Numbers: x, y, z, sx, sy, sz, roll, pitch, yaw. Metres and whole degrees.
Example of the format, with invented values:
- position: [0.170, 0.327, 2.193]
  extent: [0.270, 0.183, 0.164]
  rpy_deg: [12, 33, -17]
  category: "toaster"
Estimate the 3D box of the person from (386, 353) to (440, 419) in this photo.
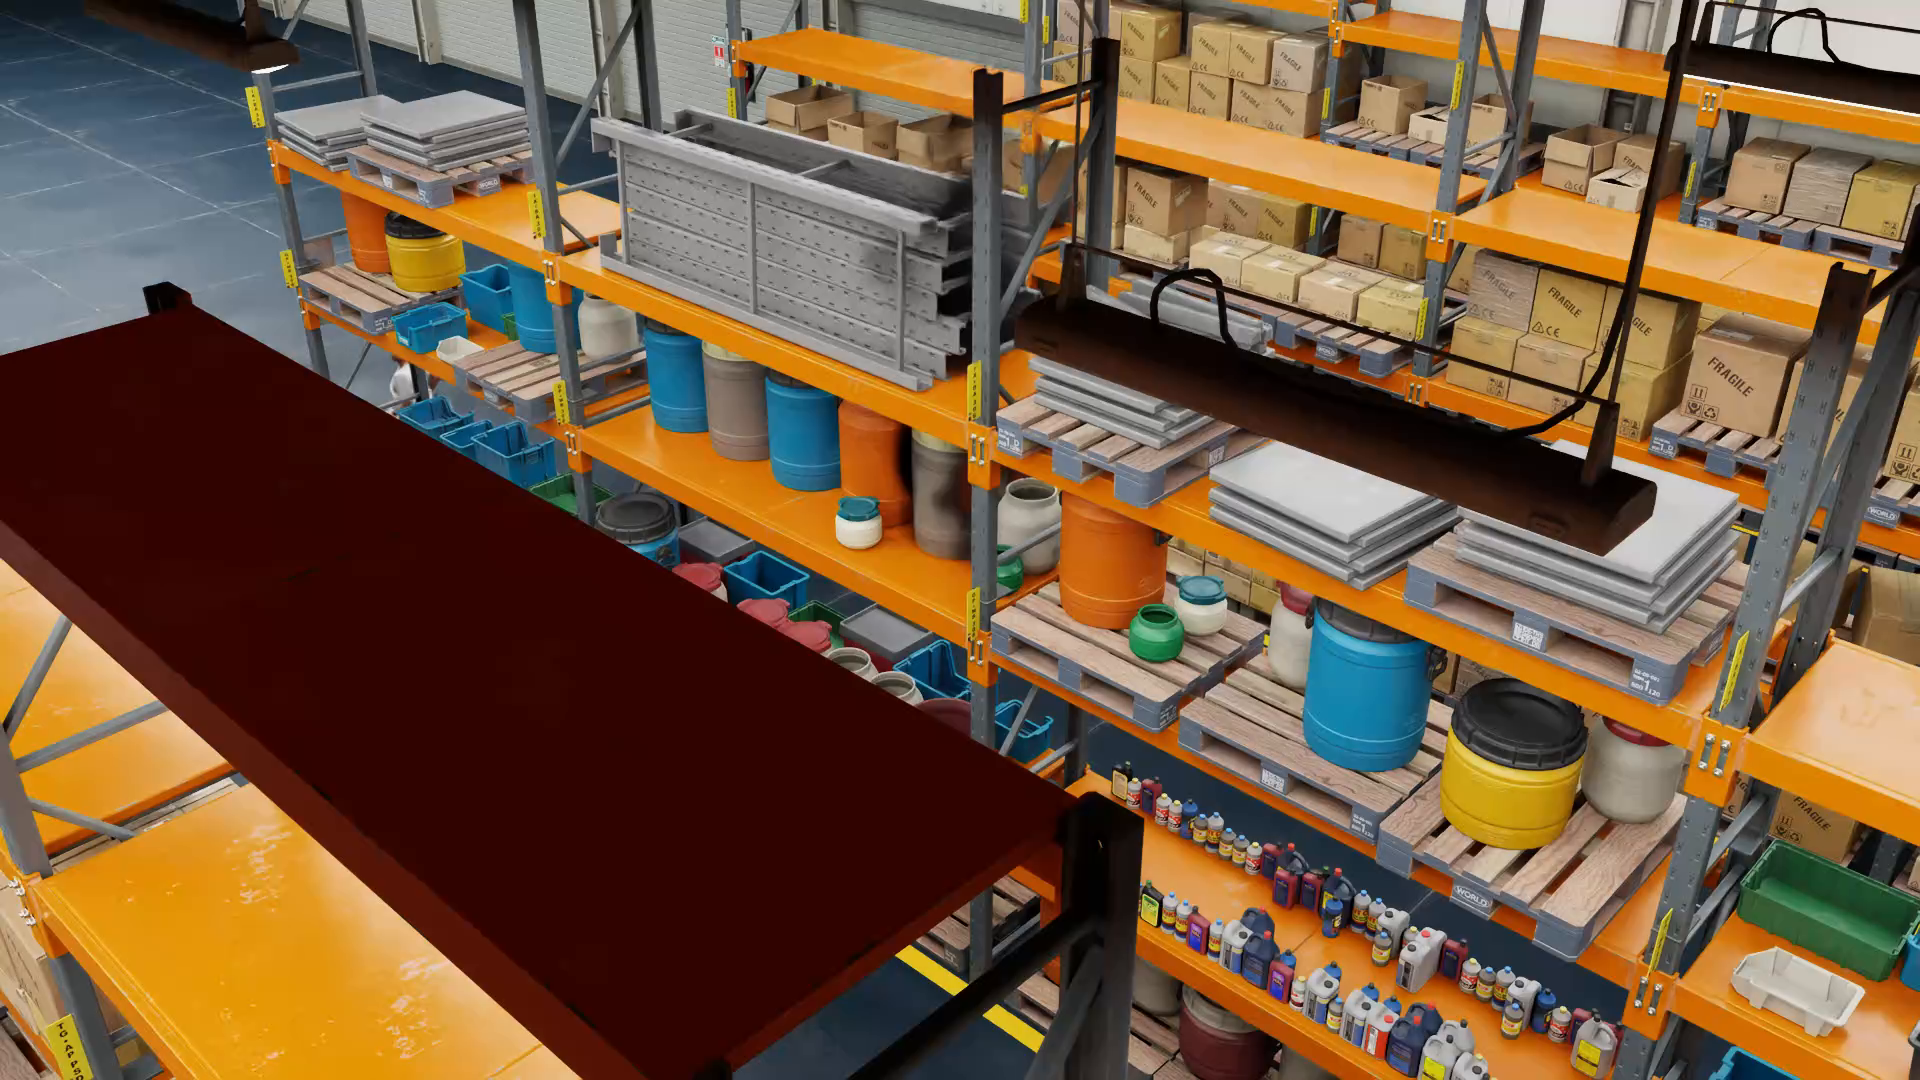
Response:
- position: [-5.557, -1.295, 16.800]
  extent: [0.551, 1.708, 0.734]
  rpy_deg: [0, 29, 1]
  category: "person"
